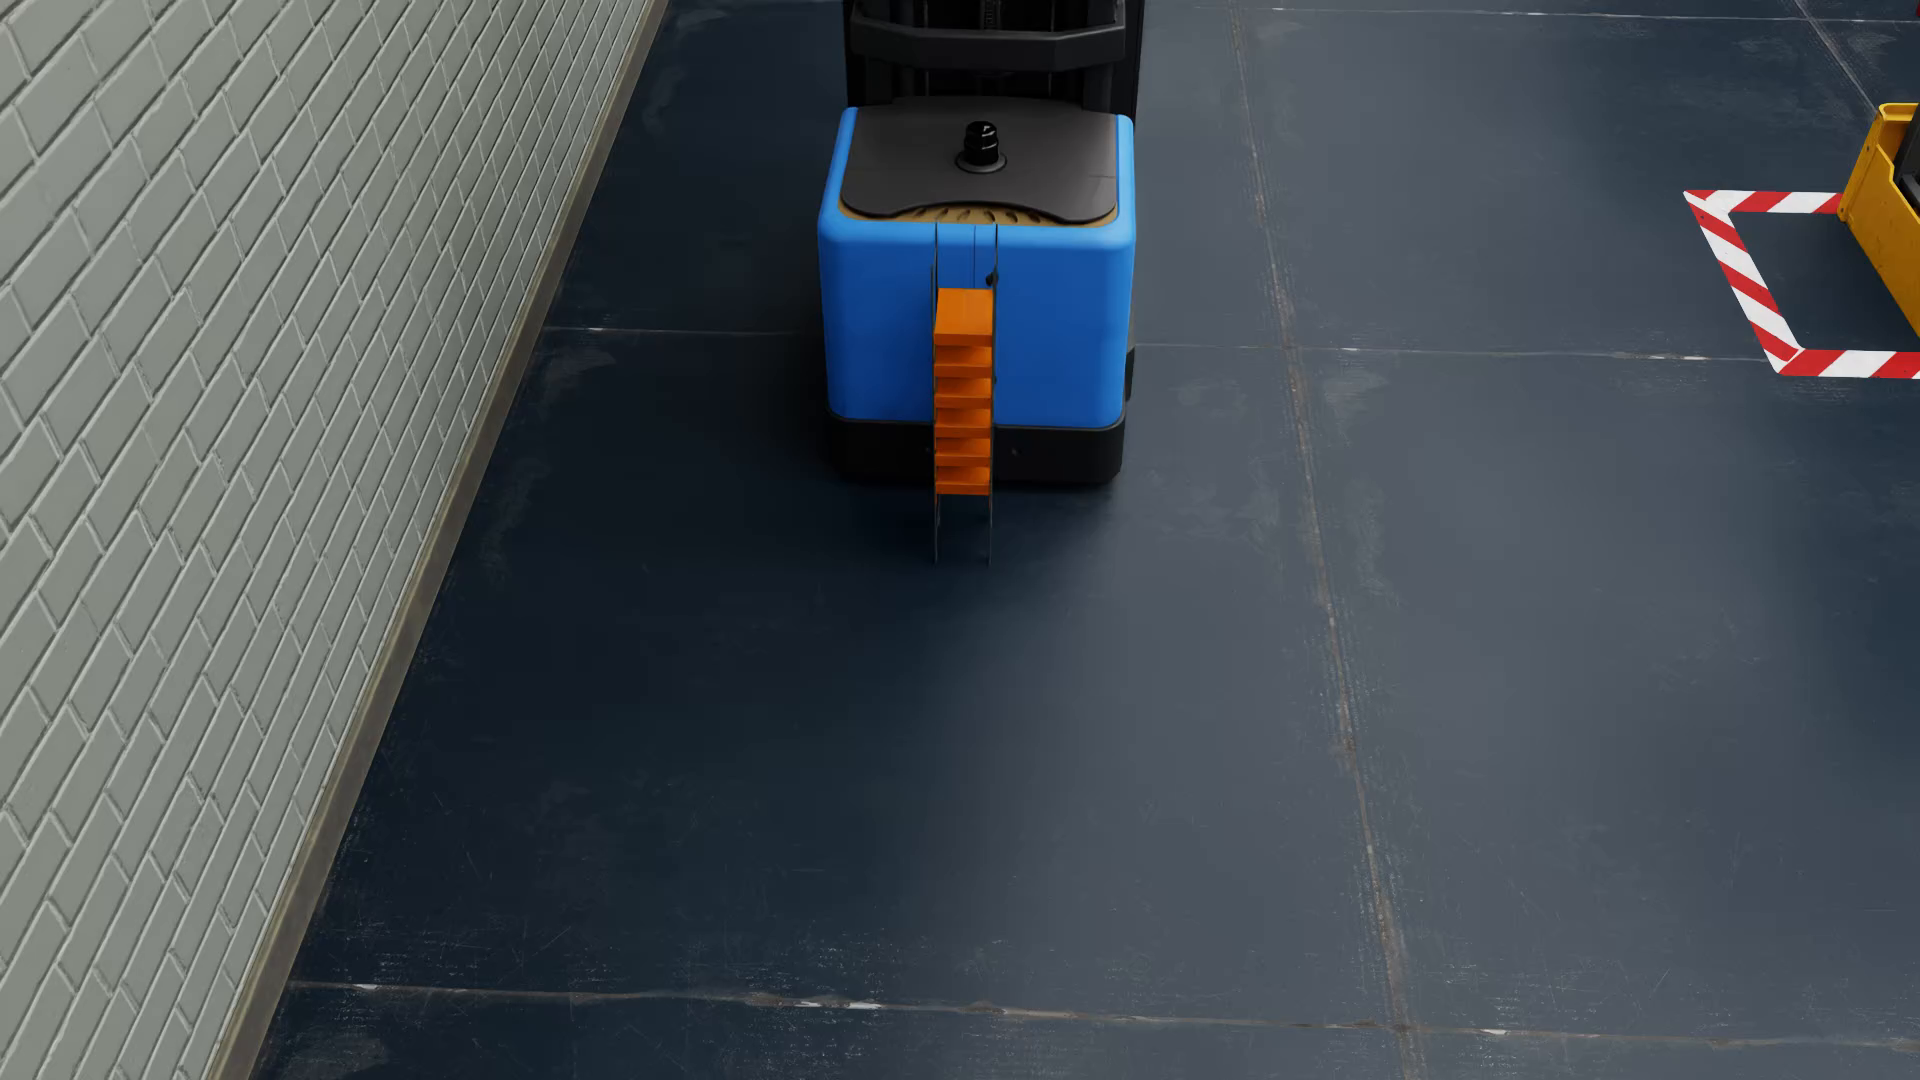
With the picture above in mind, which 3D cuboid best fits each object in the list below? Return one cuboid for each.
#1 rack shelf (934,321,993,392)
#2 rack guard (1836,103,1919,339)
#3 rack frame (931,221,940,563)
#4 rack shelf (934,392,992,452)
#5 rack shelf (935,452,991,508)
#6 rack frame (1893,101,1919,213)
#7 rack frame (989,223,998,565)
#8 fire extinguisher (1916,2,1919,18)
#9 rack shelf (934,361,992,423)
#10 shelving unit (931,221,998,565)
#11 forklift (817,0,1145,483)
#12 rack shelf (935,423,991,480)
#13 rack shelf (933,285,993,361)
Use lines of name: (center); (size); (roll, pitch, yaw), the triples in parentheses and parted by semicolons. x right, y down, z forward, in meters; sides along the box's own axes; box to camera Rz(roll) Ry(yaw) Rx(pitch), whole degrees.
rack shelf: (0.014, -0.582, 5.207); (0.180, 0.103, 0.258); (2, 43, 2)
rack guard: (3.989, -1.251, 6.726); (0.348, 0.500, 1.175); (2, 43, 2)
rack frame: (-0.077, -0.441, 5.344); (0.006, 1.200, 0.240); (2, 43, 2)
rack shelf: (0.014, -0.406, 5.371); (0.180, 0.103, 0.258); (2, 43, 2)
rack shelf: (0.014, -0.230, 5.534); (0.180, 0.103, 0.258); (2, 43, 2)
rack frame: (4.014, -2.174, 5.883); (0.127, 3.000, 1.000); (2, 43, 2)
rack frame: (0.106, -0.436, 5.338); (0.006, 1.200, 0.240); (2, 43, 2)
fire extinguisher: (3.884, -2.323, 6.374); (0.183, 0.674, 0.296); (2, 43, 2)
rack shelf: (0.014, -0.494, 5.289); (0.180, 0.103, 0.258); (2, 43, 2)
shelving unit: (0.014, -0.439, 5.341); (0.189, 1.200, 0.258); (2, 43, 2)
forklift: (0.136, -2.266, 6.033); (1.130, 2.935, 3.031); (2, 43, 3)
rack shelf: (0.014, -0.318, 5.453); (0.180, 0.103, 0.258); (2, 43, 2)
rack shelf: (0.014, -0.669, 5.125); (0.180, 0.103, 0.258); (2, 43, 2)
